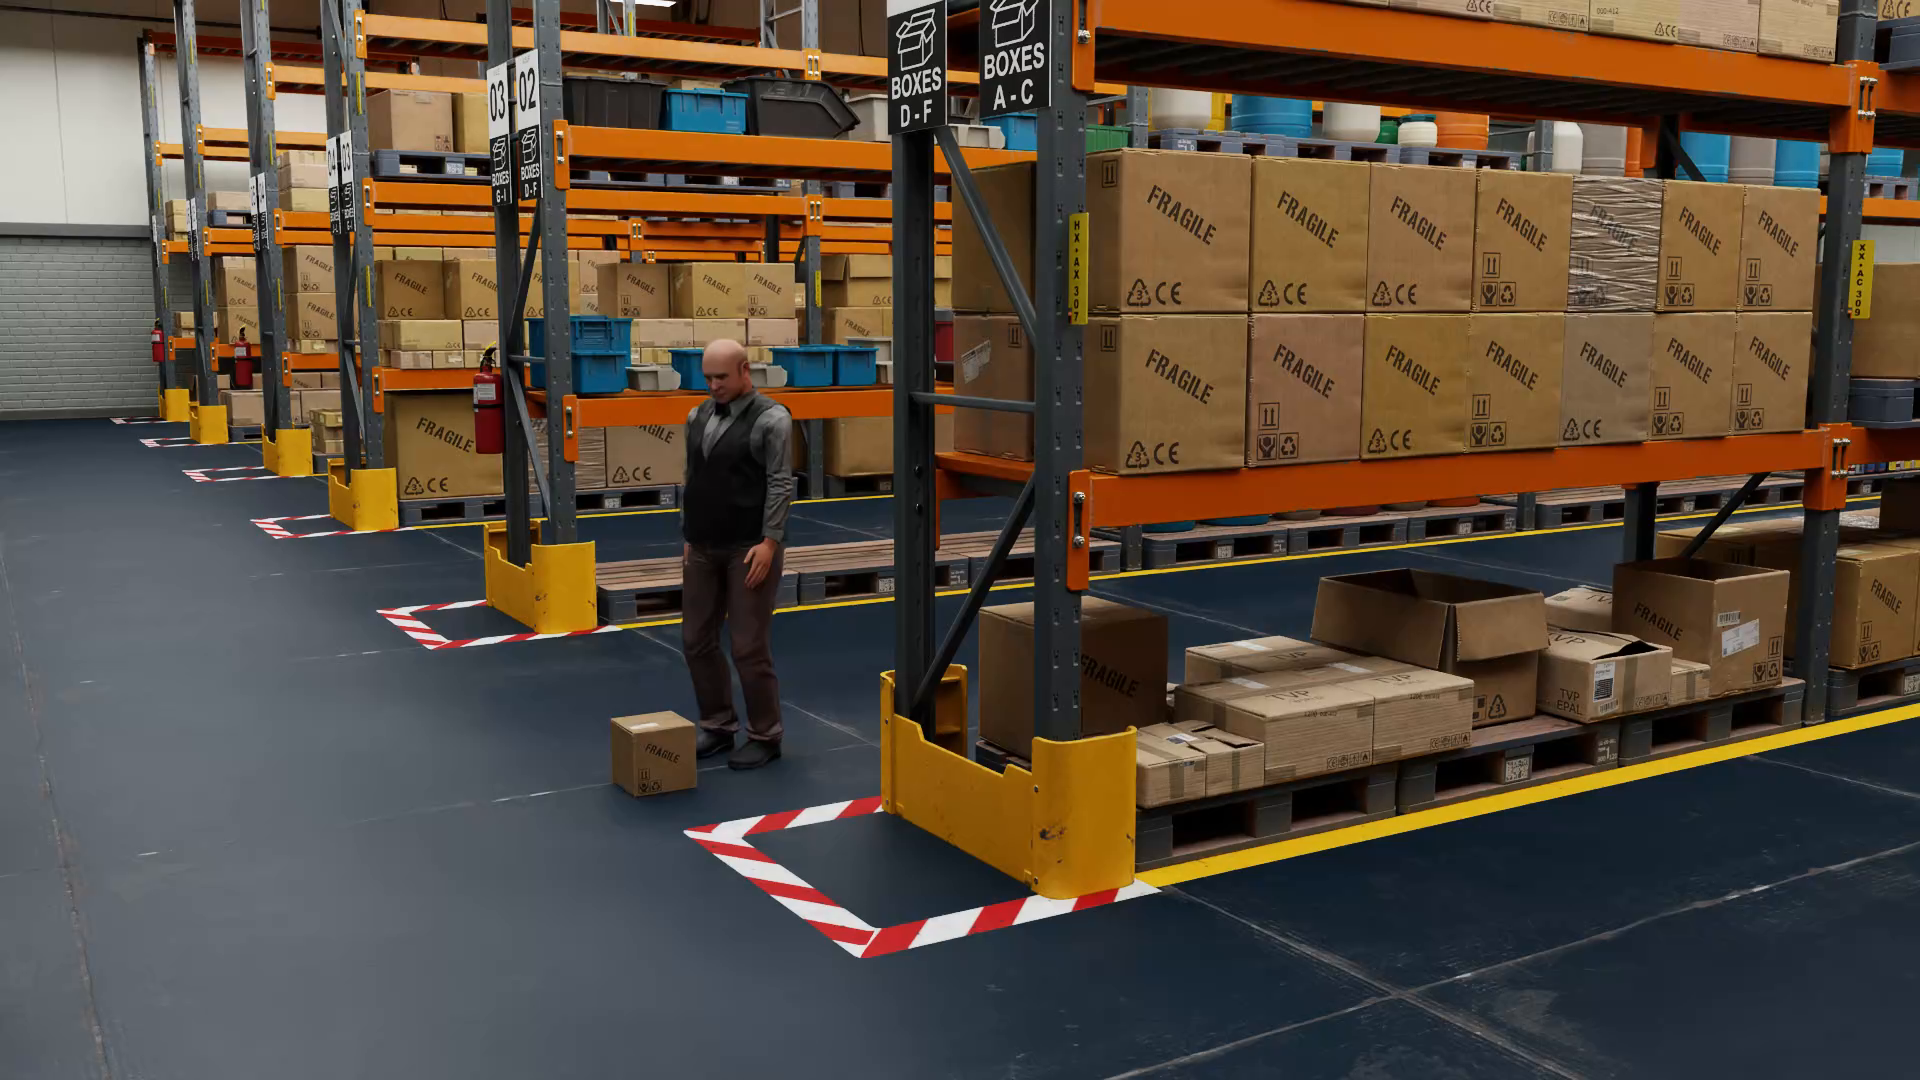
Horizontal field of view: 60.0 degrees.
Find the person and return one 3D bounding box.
[{"bbox_3d":[-0.894,0.048,6.678,0.543,1.705,0.372,5,10,33],"label":"person"}]
